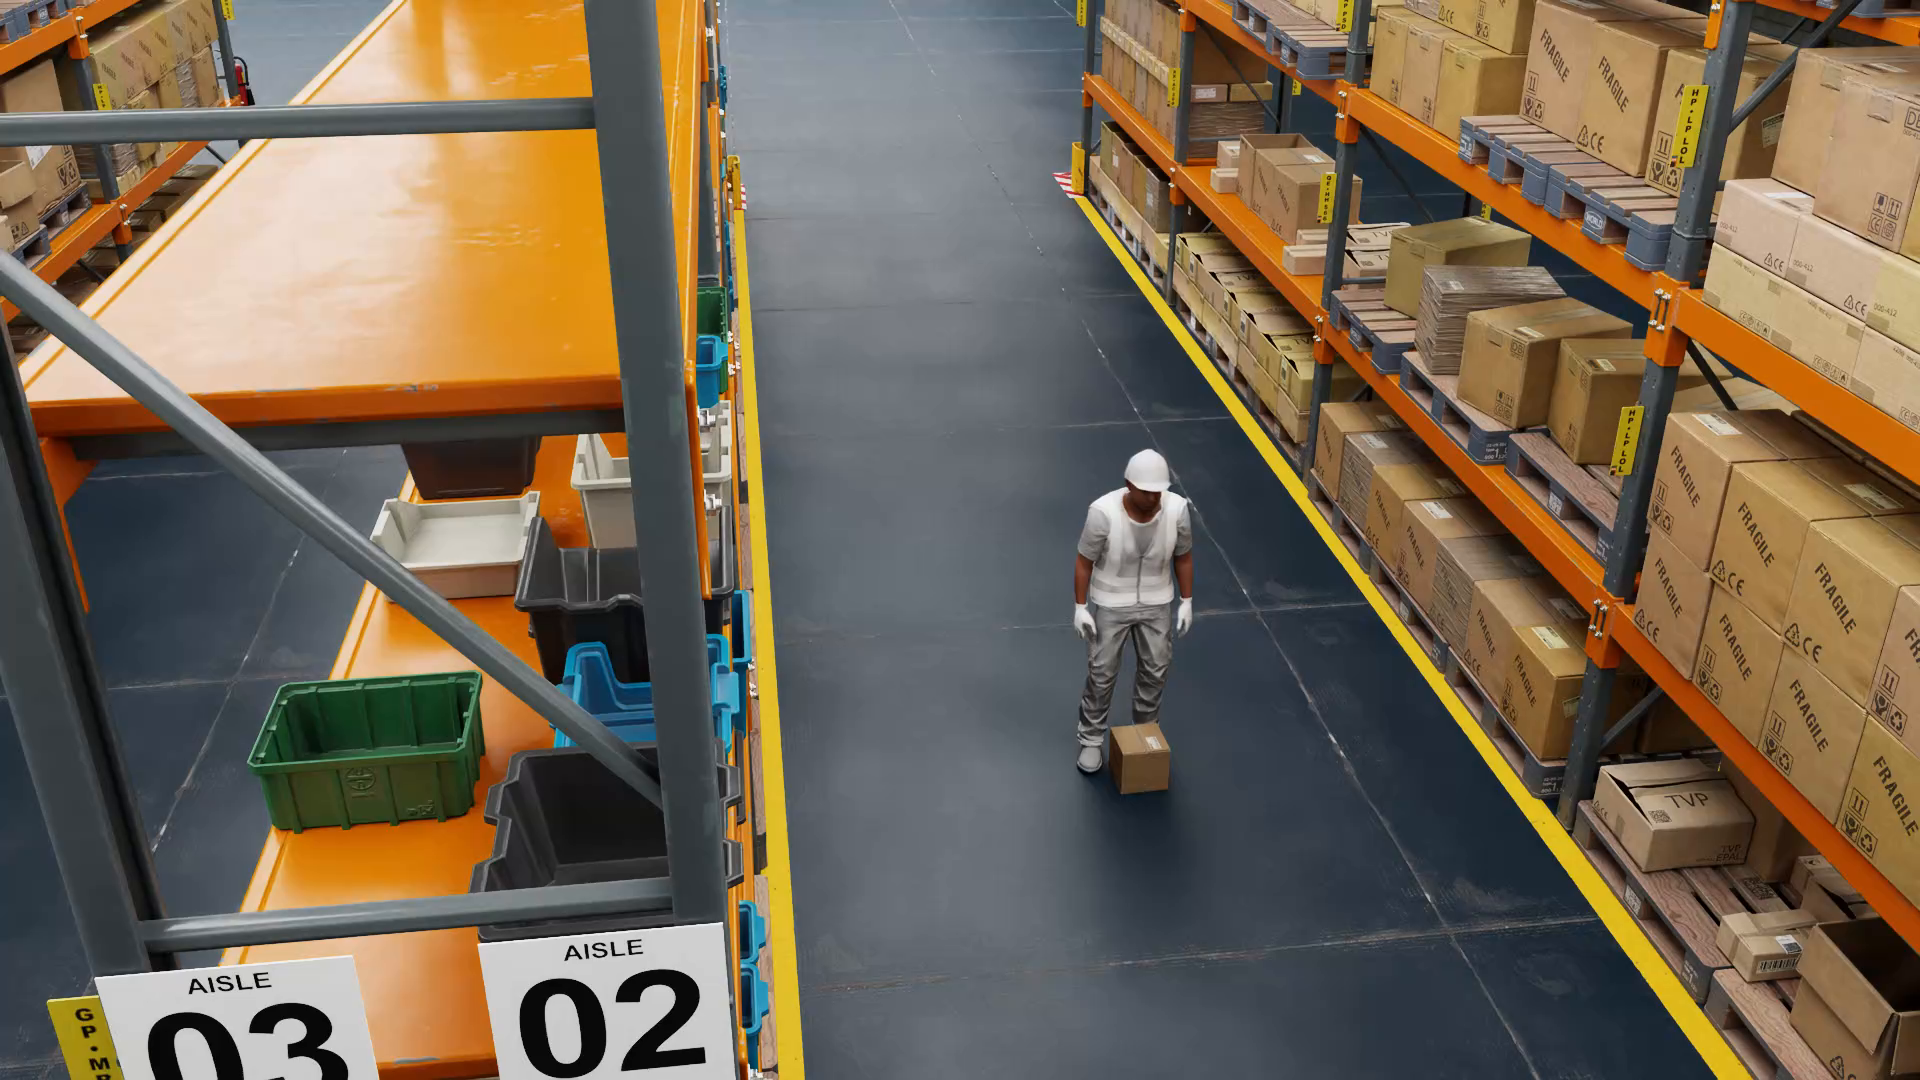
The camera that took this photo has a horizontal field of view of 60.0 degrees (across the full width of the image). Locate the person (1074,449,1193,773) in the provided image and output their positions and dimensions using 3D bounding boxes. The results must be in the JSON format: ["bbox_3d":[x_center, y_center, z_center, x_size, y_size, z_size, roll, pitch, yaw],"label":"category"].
[{"bbox_3d":[0.875,0.344,8.414,0.616,1.775,0.447,-4,27,-7],"label":"person"}]
